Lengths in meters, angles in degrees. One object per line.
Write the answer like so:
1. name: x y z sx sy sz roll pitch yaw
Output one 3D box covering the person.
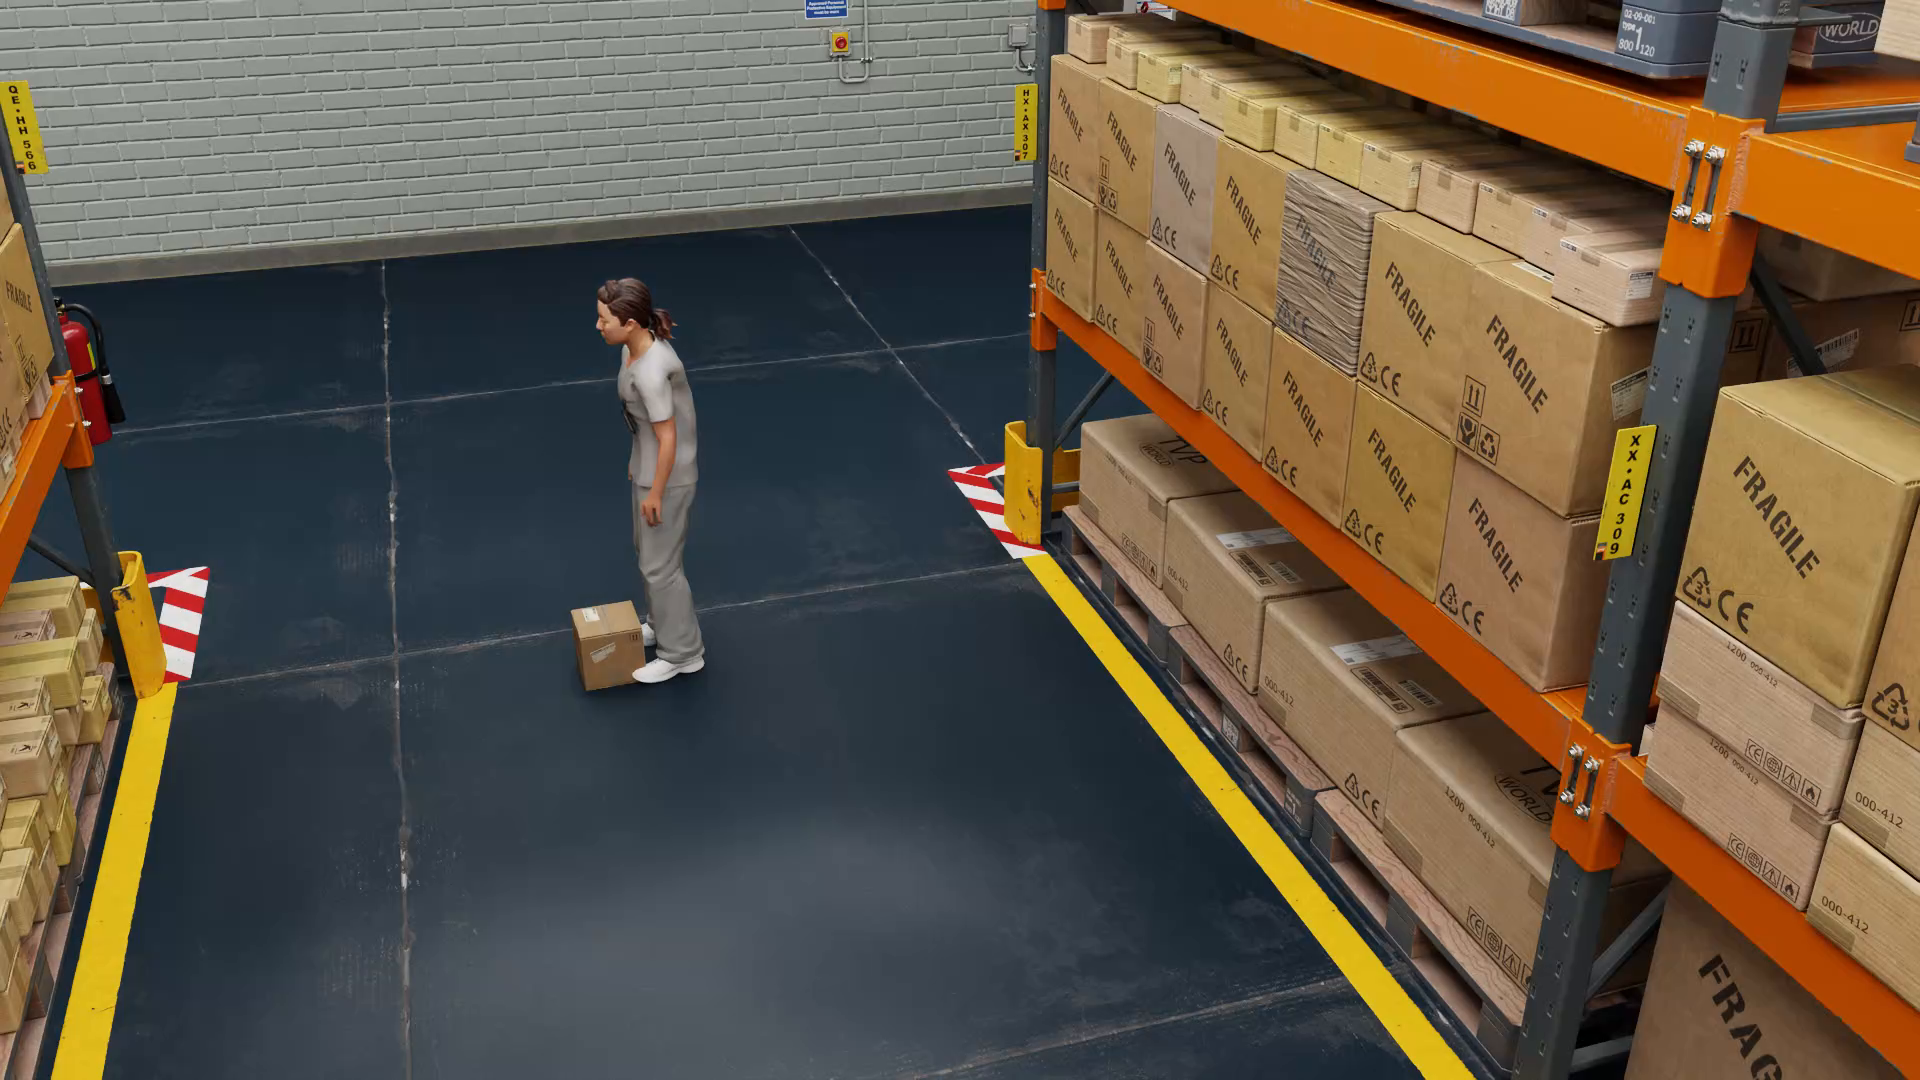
1. person: -1.215 -0.244 6.606 0.355 1.673 0.488 -8 28 -16
